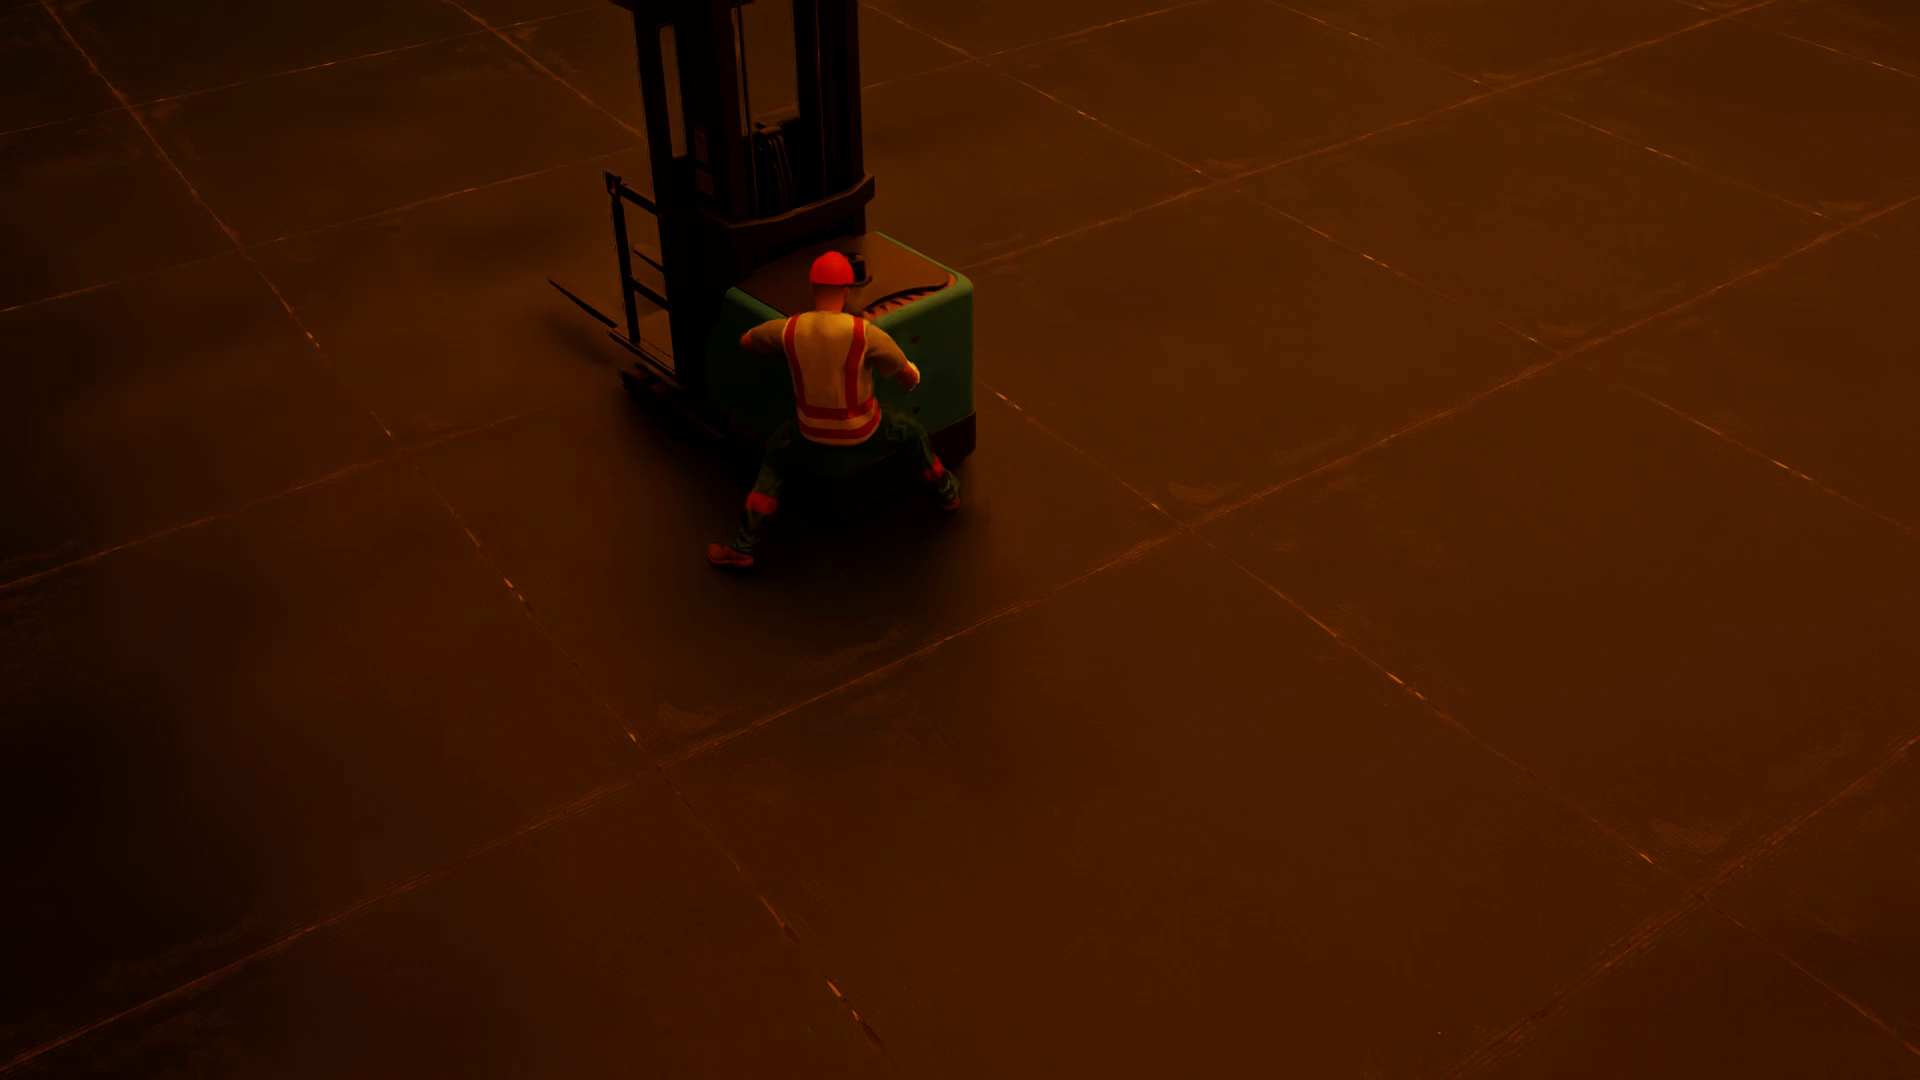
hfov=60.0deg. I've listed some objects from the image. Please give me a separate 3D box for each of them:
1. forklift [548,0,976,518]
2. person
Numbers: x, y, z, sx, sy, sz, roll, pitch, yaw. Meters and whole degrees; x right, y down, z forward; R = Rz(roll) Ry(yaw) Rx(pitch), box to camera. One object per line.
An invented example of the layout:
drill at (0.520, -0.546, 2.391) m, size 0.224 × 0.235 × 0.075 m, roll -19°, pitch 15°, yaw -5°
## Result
forklift at (-1.274, -2.084, 8.763) m, size 1.130 × 2.935 × 3.031 m, roll -28°, pitch 45°, yaw -33°
person at (-0.624, -0.701, 8.033) m, size 1.159 × 1.589 × 1.003 m, roll 6°, pitch 37°, yaw 8°
